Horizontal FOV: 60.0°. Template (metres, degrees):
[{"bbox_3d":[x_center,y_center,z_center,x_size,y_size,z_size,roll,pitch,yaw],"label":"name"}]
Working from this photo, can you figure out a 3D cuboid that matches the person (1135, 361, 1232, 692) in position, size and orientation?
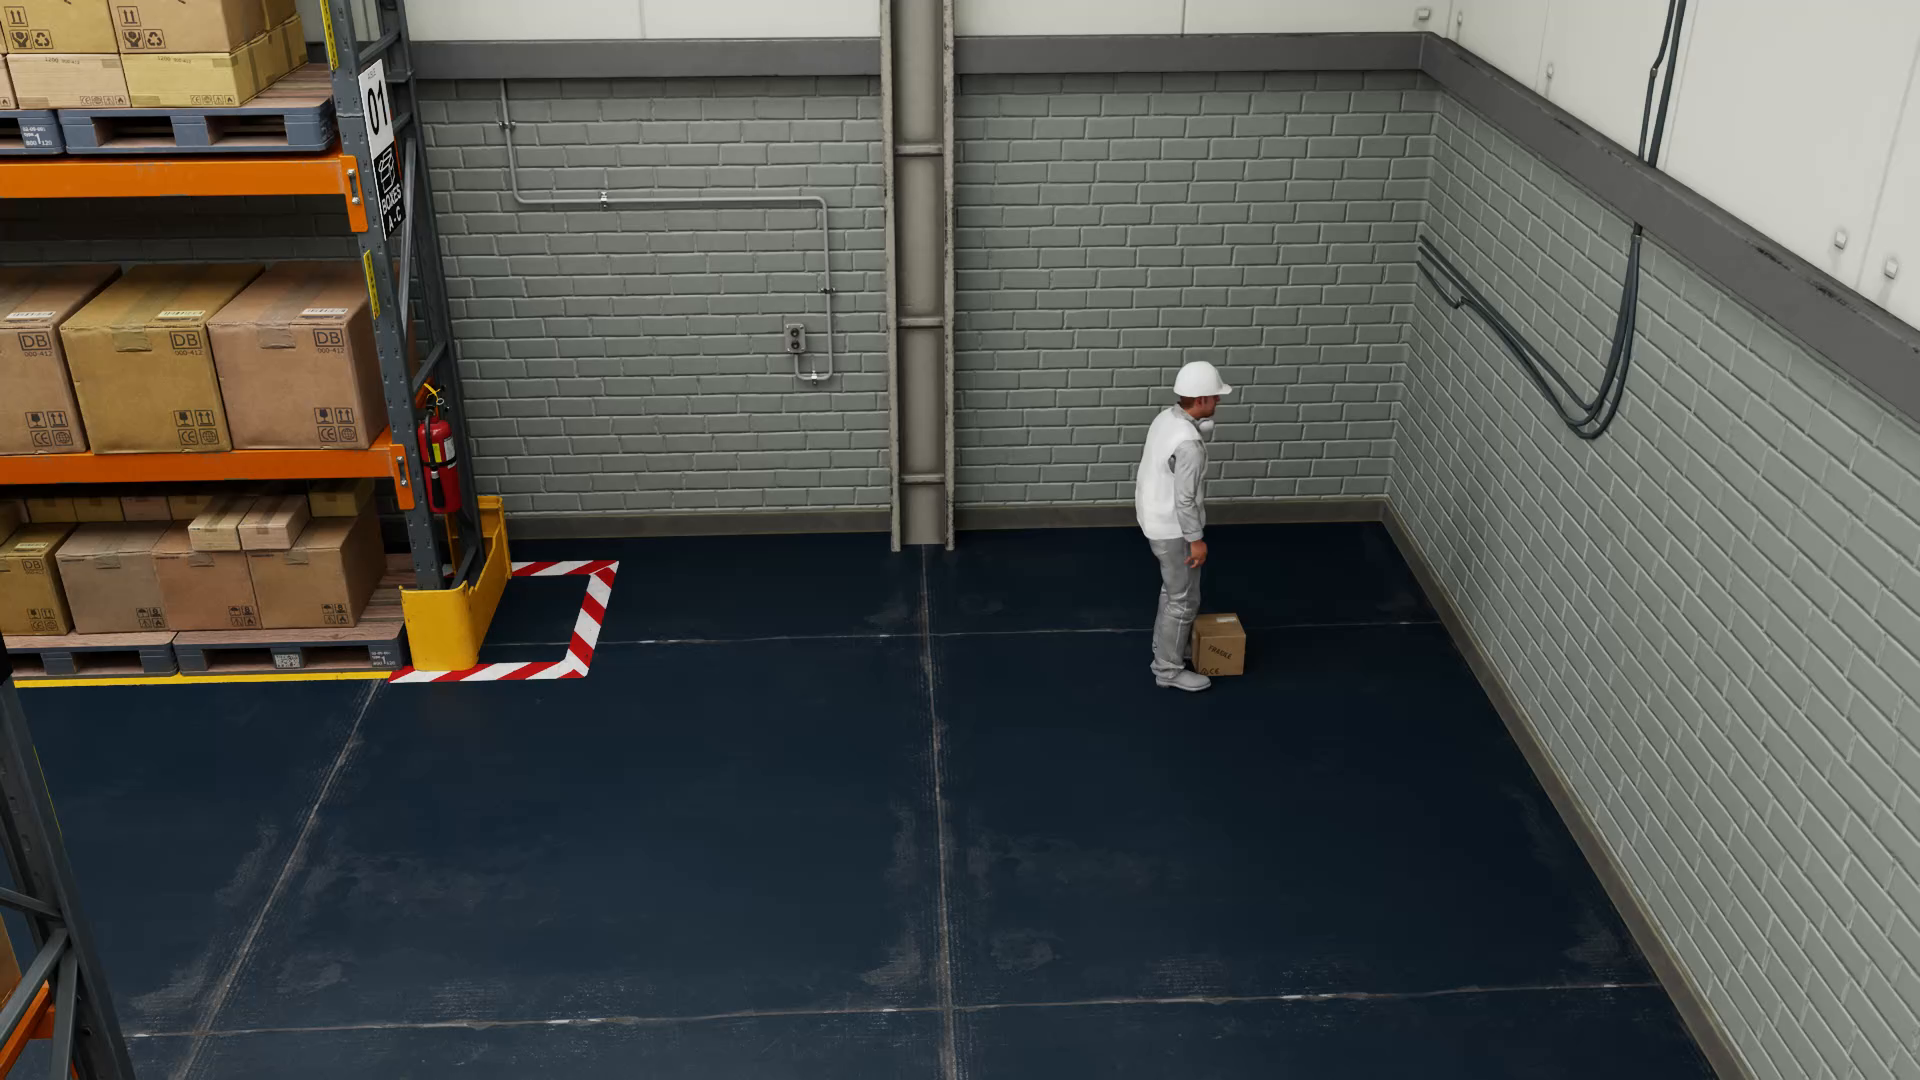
[{"bbox_3d":[1.158,-0.096,8.774,0.465,1.772,0.590,-2,27,-5],"label":"person"}]
